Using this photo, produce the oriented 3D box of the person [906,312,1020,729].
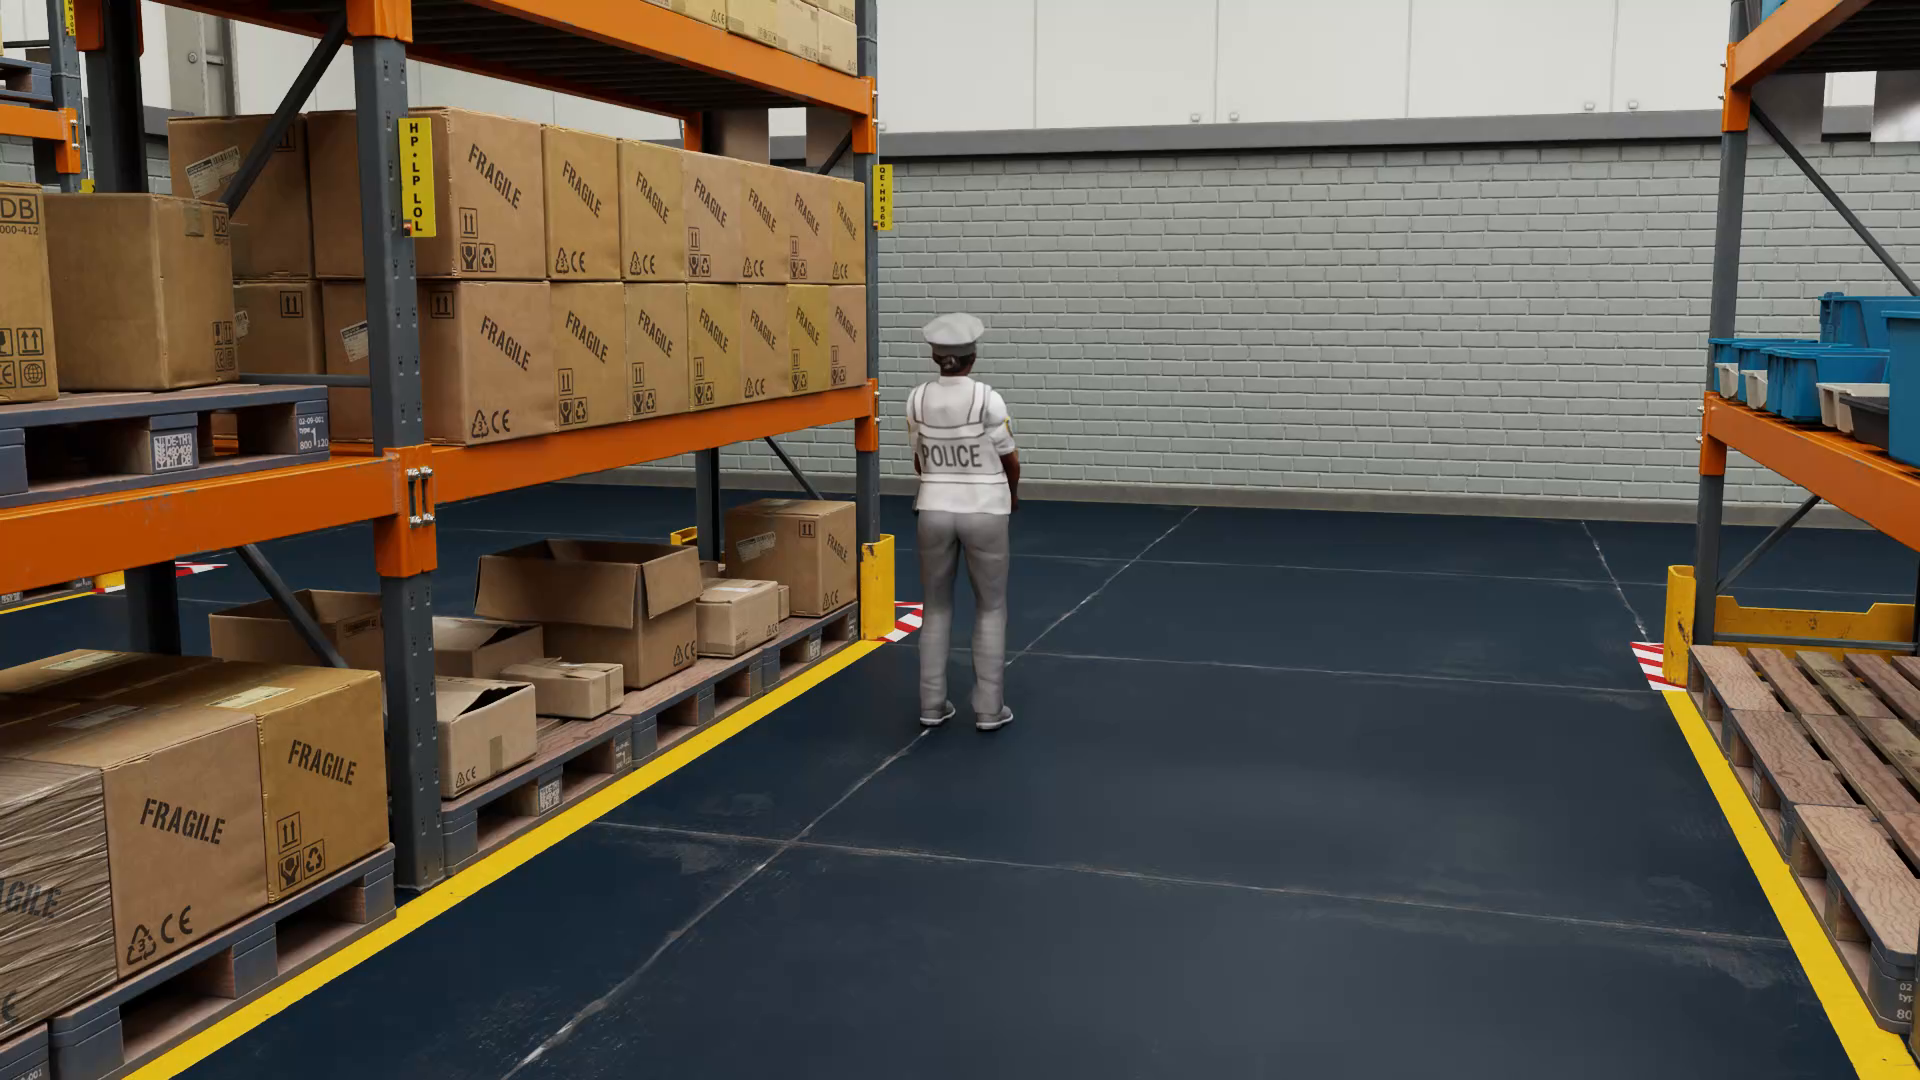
[{"bbox_3d":[0.036,-0.084,6.830,0.451,1.688,0.531,3,9,17],"label":"person"}]
